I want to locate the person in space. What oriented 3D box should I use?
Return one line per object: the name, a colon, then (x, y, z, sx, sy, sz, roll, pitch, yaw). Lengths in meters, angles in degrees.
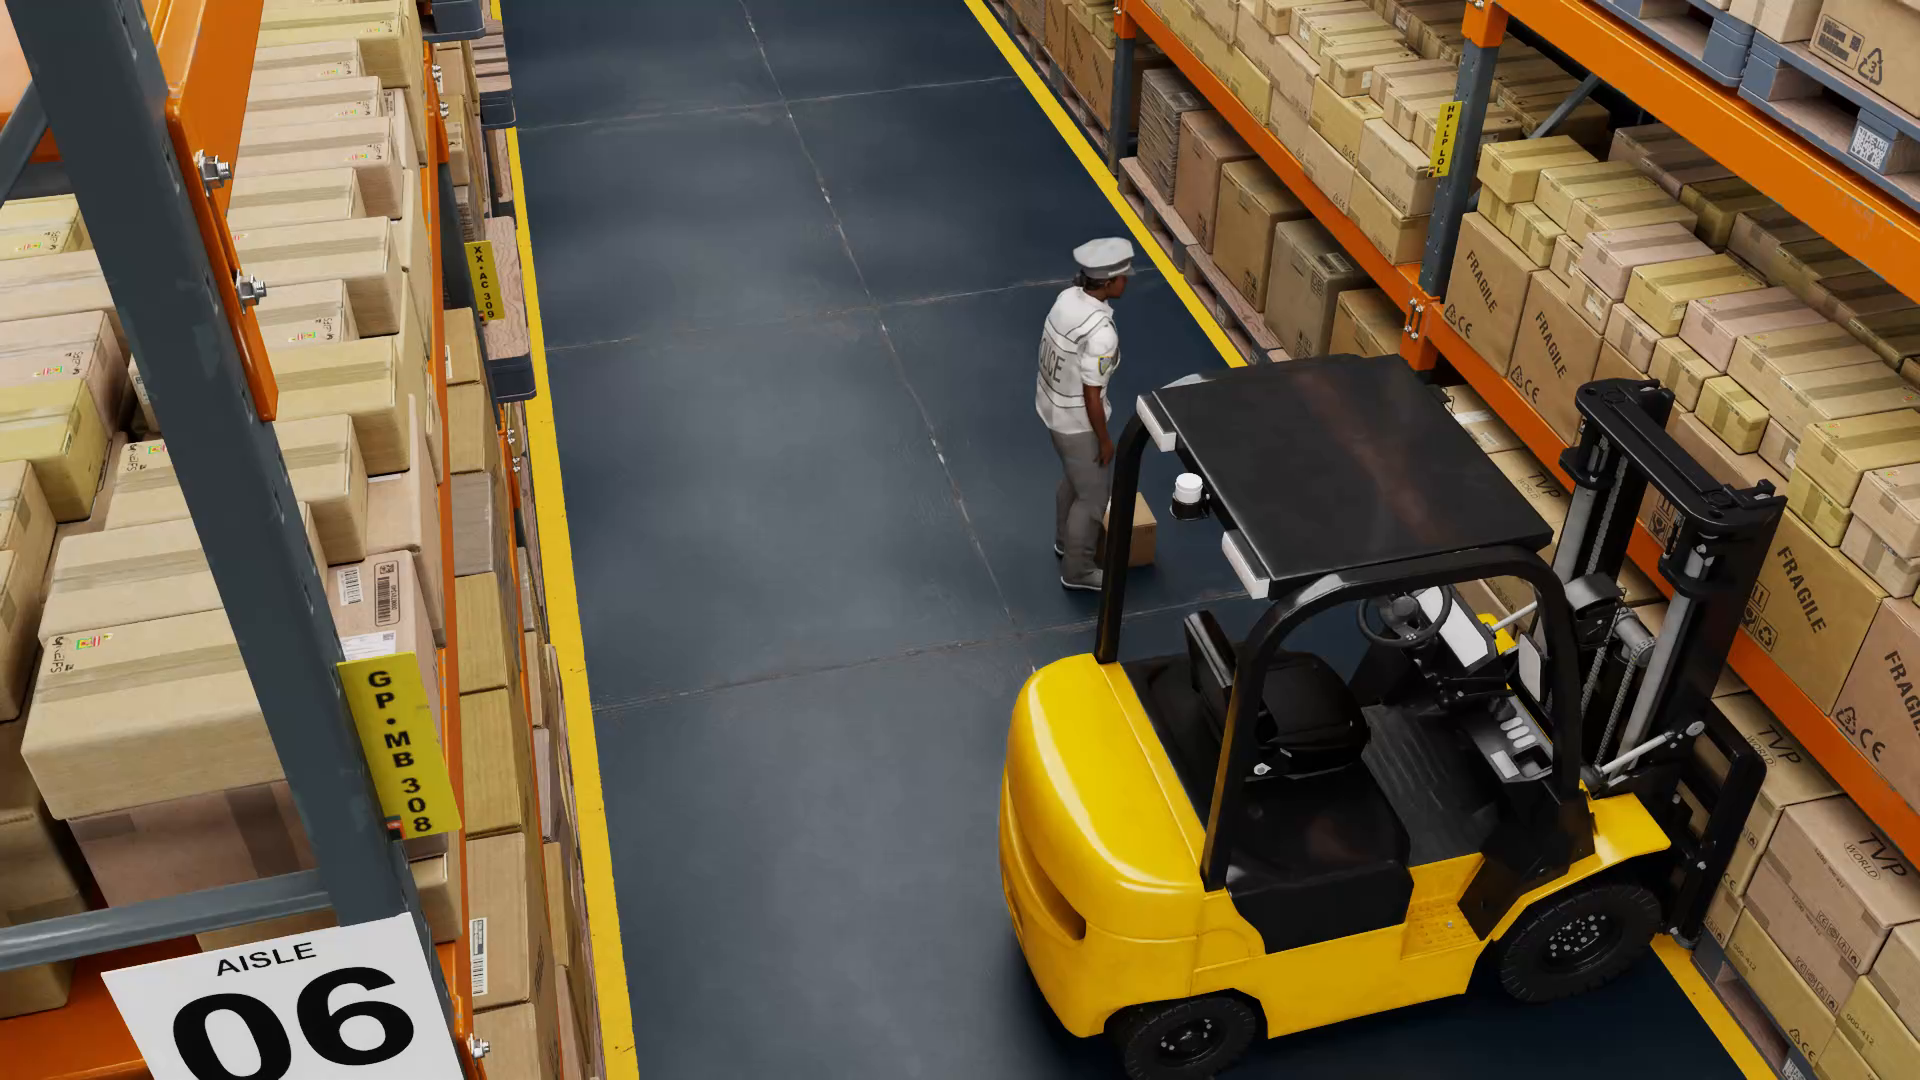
person: (0.560, -0.548, 7.406, 0.417, 1.658, 0.518, -10, 40, -13)
